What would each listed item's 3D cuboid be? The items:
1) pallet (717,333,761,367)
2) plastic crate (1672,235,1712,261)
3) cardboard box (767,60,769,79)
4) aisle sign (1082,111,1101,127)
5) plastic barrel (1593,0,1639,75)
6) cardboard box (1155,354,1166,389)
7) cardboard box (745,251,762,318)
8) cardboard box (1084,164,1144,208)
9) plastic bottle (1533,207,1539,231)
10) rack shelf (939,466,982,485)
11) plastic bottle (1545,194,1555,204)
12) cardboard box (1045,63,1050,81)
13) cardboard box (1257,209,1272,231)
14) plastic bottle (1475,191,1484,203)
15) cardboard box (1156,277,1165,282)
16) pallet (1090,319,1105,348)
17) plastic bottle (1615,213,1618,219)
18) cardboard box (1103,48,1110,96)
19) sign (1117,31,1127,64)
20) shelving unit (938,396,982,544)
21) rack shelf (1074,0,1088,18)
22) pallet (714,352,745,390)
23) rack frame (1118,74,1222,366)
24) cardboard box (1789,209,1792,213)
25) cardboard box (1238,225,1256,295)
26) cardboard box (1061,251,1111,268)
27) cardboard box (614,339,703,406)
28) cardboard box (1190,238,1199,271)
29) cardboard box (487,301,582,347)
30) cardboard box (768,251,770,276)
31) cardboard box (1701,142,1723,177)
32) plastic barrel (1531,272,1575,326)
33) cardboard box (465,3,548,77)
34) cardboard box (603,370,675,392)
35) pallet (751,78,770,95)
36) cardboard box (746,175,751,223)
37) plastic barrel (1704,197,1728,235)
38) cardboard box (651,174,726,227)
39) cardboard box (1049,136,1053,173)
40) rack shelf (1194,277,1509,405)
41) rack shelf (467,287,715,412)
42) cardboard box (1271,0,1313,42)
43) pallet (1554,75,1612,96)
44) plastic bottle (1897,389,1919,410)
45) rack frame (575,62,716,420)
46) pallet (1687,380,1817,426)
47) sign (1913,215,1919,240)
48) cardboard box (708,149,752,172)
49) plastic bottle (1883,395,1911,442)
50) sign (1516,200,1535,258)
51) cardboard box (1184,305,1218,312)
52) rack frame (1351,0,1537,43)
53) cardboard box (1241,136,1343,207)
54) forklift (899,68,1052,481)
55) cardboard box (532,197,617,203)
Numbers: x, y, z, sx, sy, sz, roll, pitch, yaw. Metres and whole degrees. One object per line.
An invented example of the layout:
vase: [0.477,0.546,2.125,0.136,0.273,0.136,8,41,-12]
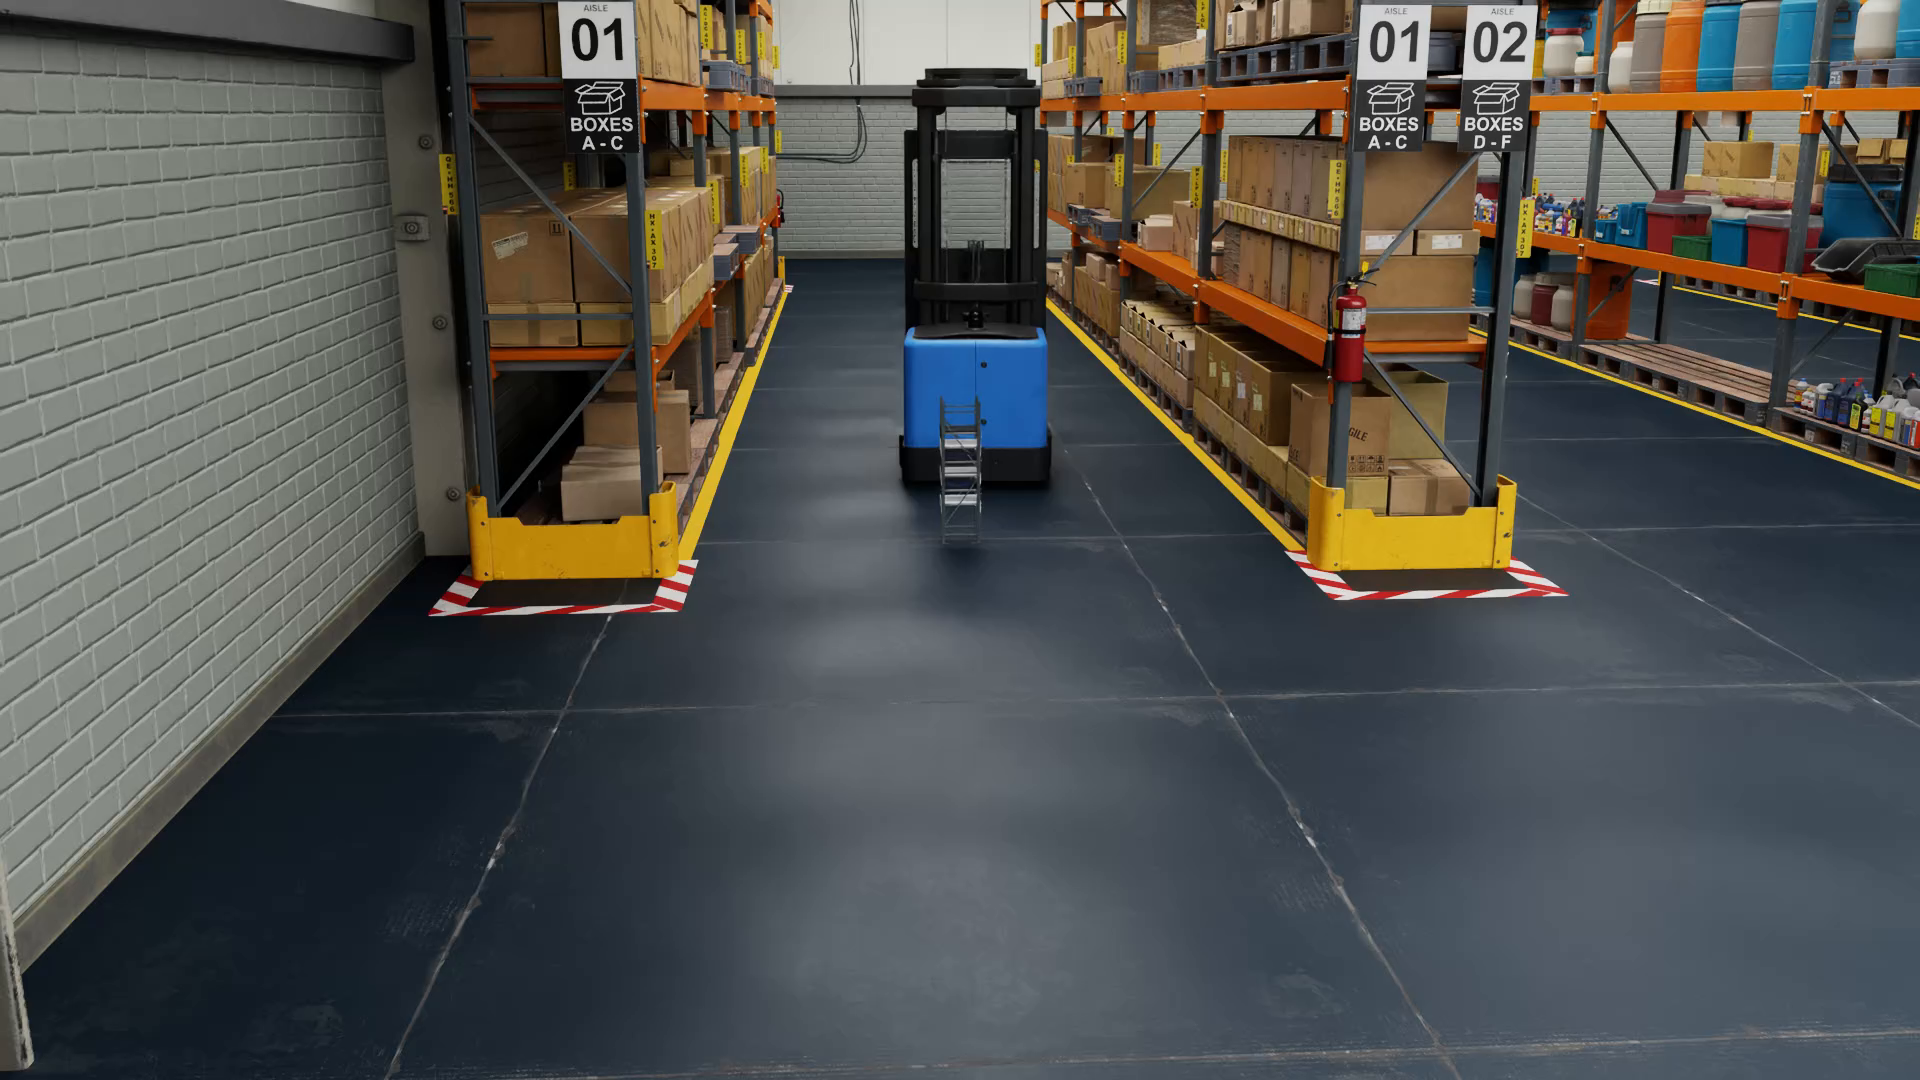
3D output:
pallet: [-2.721,-2.085,18.206,1.003,0.211,1.213,-1,14,-3]
plastic crate: [6.998,-2.722,15.513,0.450,0.188,0.662,-1,14,-3]
cardboard box: [-2.863,-6.423,22.707,0.500,0.250,0.500,-1,14,-5]
aisle sign: [2.002,-6.586,24.886,0.394,0.787,0.004,-1,14,-3]
plastic barrel: [7.108,-5.396,17.756,0.600,0.830,0.708,-1,14,-3]
cardboard box: [2.067,-1.544,15.184,0.500,0.250,0.500,-1,14,-2]
cardboard box: [-2.768,-3.015,19.695,0.750,0.750,0.750,0,14,-2]
cardboard box: [1.860,-4.271,20.062,0.700,0.500,0.500,1,14,5]
plastic bottle: [6.619,-3.713,19.171,0.061,0.283,0.133,-1,14,-3]
rack shelf: [0.000,-0.406,10.430,0.258,0.077,0.200,-1,14,-3]
plastic bottle: [7.287,-4.093,20.512,0.144,0.351,0.185,-1,14,-3]
cardboard box: [1.496,-6.671,23.712,0.500,0.250,0.500,-1,14,-3]
cardboard box: [2.351,-2.293,11.917,0.380,0.149,0.250,-1,14,-5]
plastic bottle: [6.593,-4.259,21.160,0.144,0.351,0.185,-1,14,-3]
cardboard box: [2.352,-2.820,19.602,0.500,0.500,0.500,-1,14,-5]
pallet: [2.115,-2.454,19.641,1.003,0.211,1.213,-1,14,-3]
plastic bottle: [7.407,-3.559,18.587,0.152,0.276,0.135,-1,14,-3]
cardboard box: [2.072,-5.181,18.422,0.910,0.500,0.500,-1,14,-3]
sign: [1.654,-5.011,16.924,0.100,0.325,0.005,-1,14,-3]
shelving unit: [0.000,-0.438,10.422,0.258,0.900,0.210,-1,14,-3]
rack shelf: [2.072,-6.176,18.718,1.077,0.370,4.000,-1,14,-3]
pallet: [-2.701,-1.693,16.684,1.003,0.211,1.213,-1,14,-3]
rack frame: [2.196,-3.316,17.393,1.000,3.000,0.127,-1,14,-3]
cardboard box: [11.458,-4.539,22.653,0.380,0.149,0.250,-1,14,-4]
cardboard box: [2.517,-2.128,12.576,0.700,0.500,0.500,-1,14,-4]
cardboard box: [1.827,-3.782,23.331,0.797,0.503,0.637,-1,14,-3]
cardboard box: [-2.562,-1.429,14.193,0.700,0.500,0.500,0,14,-2]
cardboard box: [2.206,-2.472,14.382,0.396,0.266,0.258,-1,14,-5]
cardboard box: [-2.475,-1.299,9.816,0.500,0.250,0.500,-1,14,-3]
cardboard box: [-3.037,-3.799,23.444,0.700,0.500,0.500,-1,14,-5]
cardboard box: [11.379,-5.644,24.641,0.500,0.500,0.500,-1,14,-5]
plastic barrel: [7.023,-2.829,19.498,0.600,0.588,0.708,-1,14,-3]
cardboard box: [-2.531,-2.859,9.359,0.500,0.500,0.500,0,14,1]
cardboard box: [-2.396,-0.988,12.482,0.500,0.500,0.500,-2,15,-8]
pallet: [-3.108,-6.149,22.564,1.003,0.211,1.213,-1,14,-3]
cardboard box: [-2.546,-3.696,18.032,0.500,0.500,0.500,0,14,-2]
plastic barrel: [7.443,-3.088,16.284,0.421,0.512,0.421,0,14,0]
cardboard box: [-2.709,-3.383,16.571,0.700,0.500,0.500,-3,15,-10]
cardboard box: [1.531,-5.469,23.555,0.500,0.500,0.500,-1,14,-3]
rack shelf: [2.568,-1.475,11.683,1.077,0.370,4.000,-1,14,-3]
rack shelf: [-2.376,-1.398,11.382,1.077,0.370,4.000,-1,14,-3]
cardboard box: [2.323,-3.427,10.863,0.500,0.311,0.500,1,14,3]
pallet: [7.190,-4.944,18.082,1.003,0.211,1.213,-1,14,-3]
plastic bottle: [7.581,-1.078,13.281,0.152,0.276,0.135,-1,14,-3]
rack frame: [-2.500,-2.243,13.226,1.000,3.000,0.127,-1,14,-3]
pallet: [7.301,-1.241,14.924,1.003,0.211,1.213,-1,14,-3]
sign: [7.938,-2.536,13.808,0.100,0.325,0.005,-1,14,-3]
cardboard box: [-2.625,-4.305,18.897,0.500,0.250,0.500,-1,14,-5]
plastic bottle: [7.073,-0.920,12.517,0.144,0.351,0.185,0,14,-1]
sign: [3.246,-1.791,9.570,0.100,0.325,0.005,-1,14,-3]
cardboard box: [2.513,-2.203,16.620,0.500,0.311,0.500,-1,14,-4]
rack frame: [2.692,-4.231,8.913,1.000,3.000,0.127,-1,14,-3]
cardboard box: [2.510,-2.762,12.436,0.700,0.500,0.500,-1,14,-4]
forklift: [0.123,-2.147,12.989,1.130,2.935,3.031,0,14,0]
cardboard box: [-2.582,-2.042,11.198,0.500,0.500,0.500,-1,14,-3]
